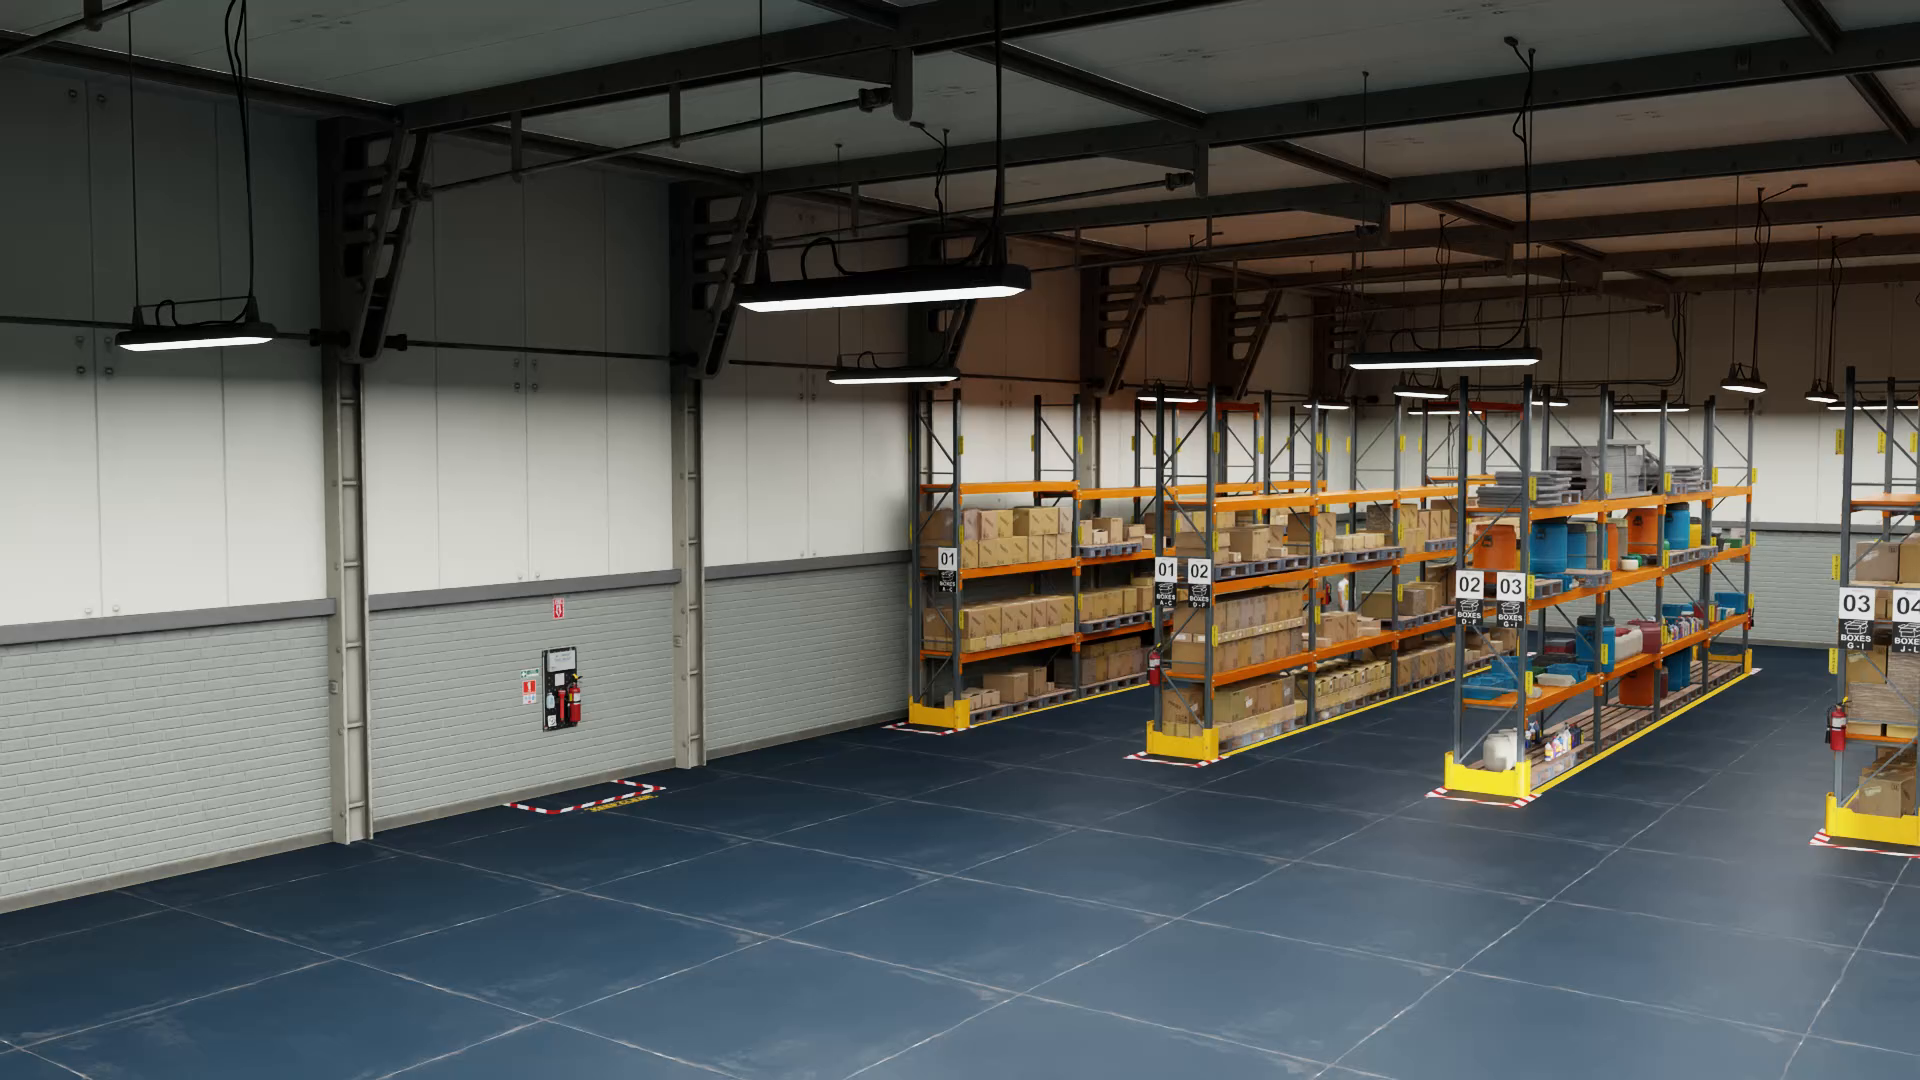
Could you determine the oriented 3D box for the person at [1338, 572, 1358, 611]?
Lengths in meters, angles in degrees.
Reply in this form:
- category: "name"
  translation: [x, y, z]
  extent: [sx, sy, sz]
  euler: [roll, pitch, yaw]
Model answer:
- category: "person"
  translation: [10.047, 1.650, 43.326]
  extent: [0.586, 1.742, 0.655]
  euler: [-2, 4, -37]
